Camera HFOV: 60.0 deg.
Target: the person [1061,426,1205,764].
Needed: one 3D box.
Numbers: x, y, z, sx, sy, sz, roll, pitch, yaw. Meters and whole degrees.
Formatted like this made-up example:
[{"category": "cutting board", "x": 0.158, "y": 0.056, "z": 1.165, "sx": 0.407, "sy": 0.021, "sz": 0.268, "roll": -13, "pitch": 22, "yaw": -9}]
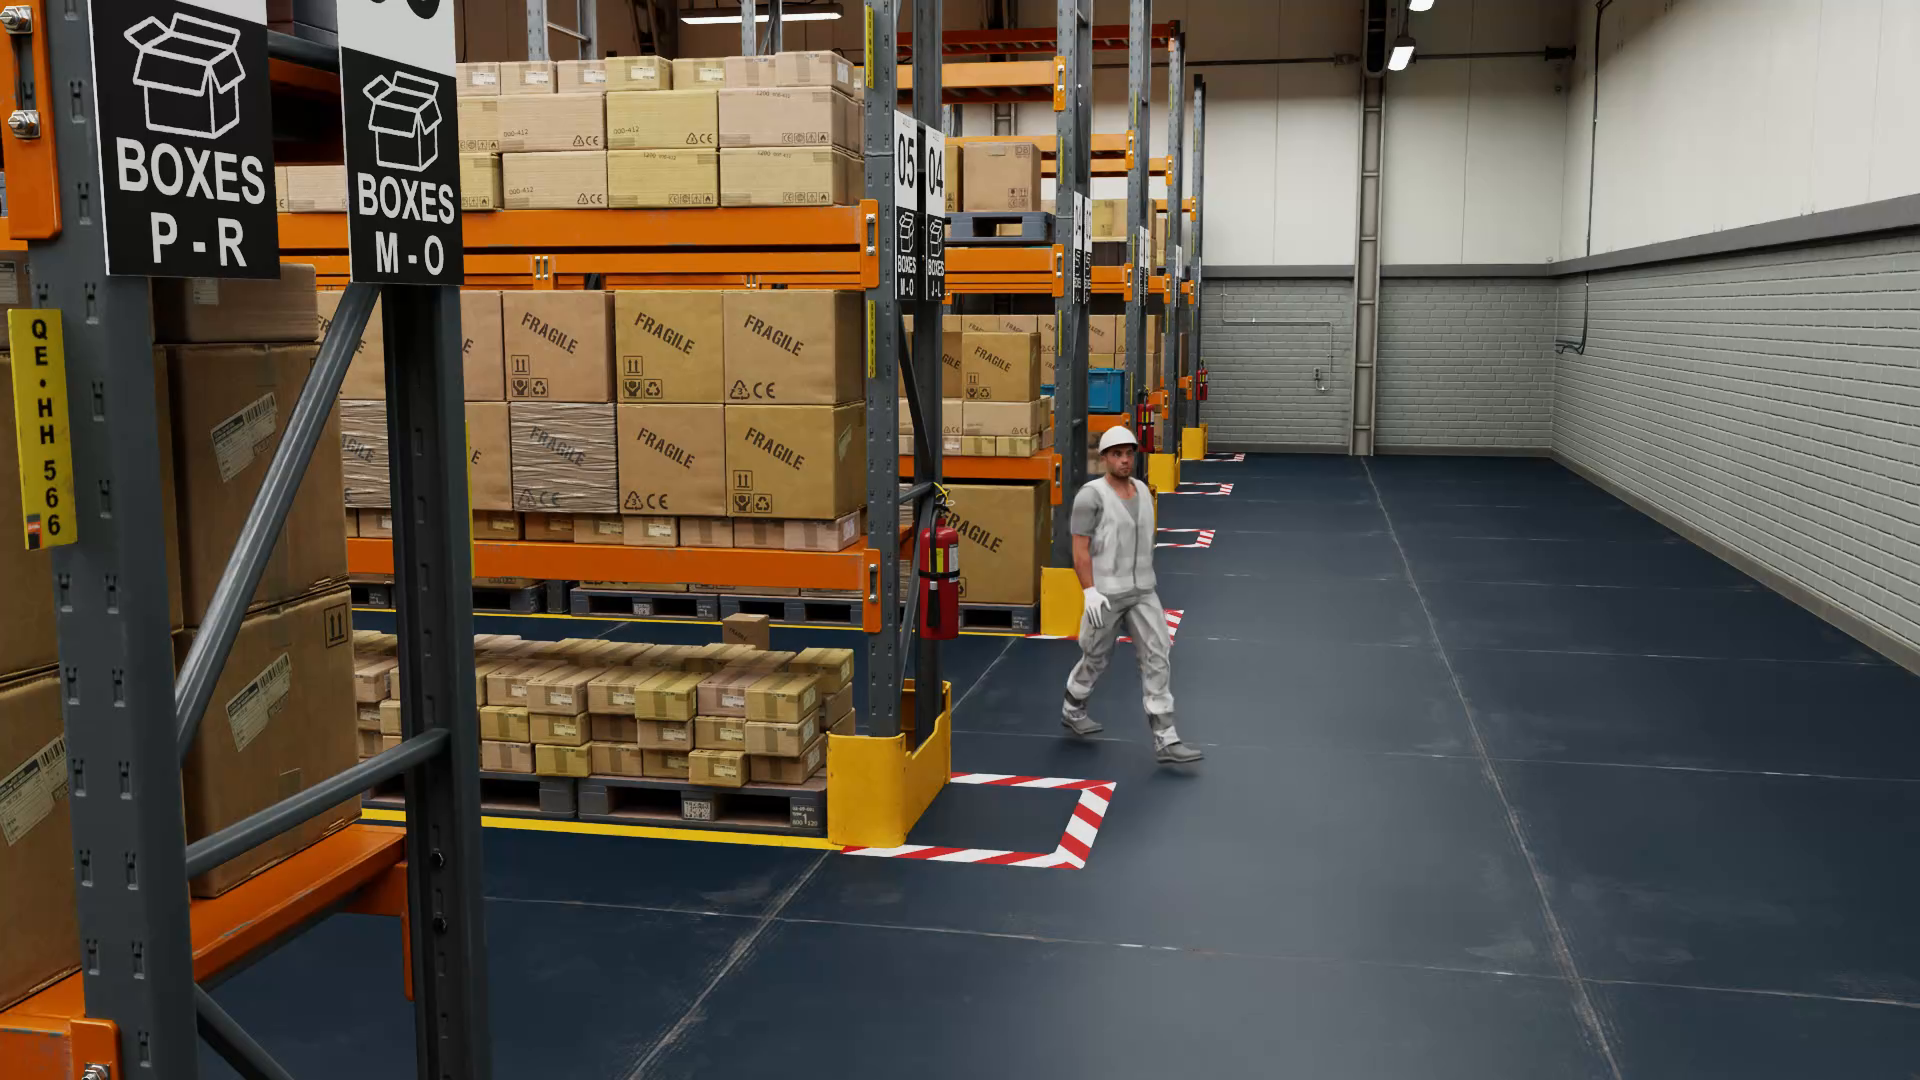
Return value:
[{"category": "person", "x": 0.865, "y": 0.277, "z": 8.729, "sx": 0.590, "sy": 1.748, "sz": 1.022, "roll": -4, "pitch": 9, "yaw": -28}]
